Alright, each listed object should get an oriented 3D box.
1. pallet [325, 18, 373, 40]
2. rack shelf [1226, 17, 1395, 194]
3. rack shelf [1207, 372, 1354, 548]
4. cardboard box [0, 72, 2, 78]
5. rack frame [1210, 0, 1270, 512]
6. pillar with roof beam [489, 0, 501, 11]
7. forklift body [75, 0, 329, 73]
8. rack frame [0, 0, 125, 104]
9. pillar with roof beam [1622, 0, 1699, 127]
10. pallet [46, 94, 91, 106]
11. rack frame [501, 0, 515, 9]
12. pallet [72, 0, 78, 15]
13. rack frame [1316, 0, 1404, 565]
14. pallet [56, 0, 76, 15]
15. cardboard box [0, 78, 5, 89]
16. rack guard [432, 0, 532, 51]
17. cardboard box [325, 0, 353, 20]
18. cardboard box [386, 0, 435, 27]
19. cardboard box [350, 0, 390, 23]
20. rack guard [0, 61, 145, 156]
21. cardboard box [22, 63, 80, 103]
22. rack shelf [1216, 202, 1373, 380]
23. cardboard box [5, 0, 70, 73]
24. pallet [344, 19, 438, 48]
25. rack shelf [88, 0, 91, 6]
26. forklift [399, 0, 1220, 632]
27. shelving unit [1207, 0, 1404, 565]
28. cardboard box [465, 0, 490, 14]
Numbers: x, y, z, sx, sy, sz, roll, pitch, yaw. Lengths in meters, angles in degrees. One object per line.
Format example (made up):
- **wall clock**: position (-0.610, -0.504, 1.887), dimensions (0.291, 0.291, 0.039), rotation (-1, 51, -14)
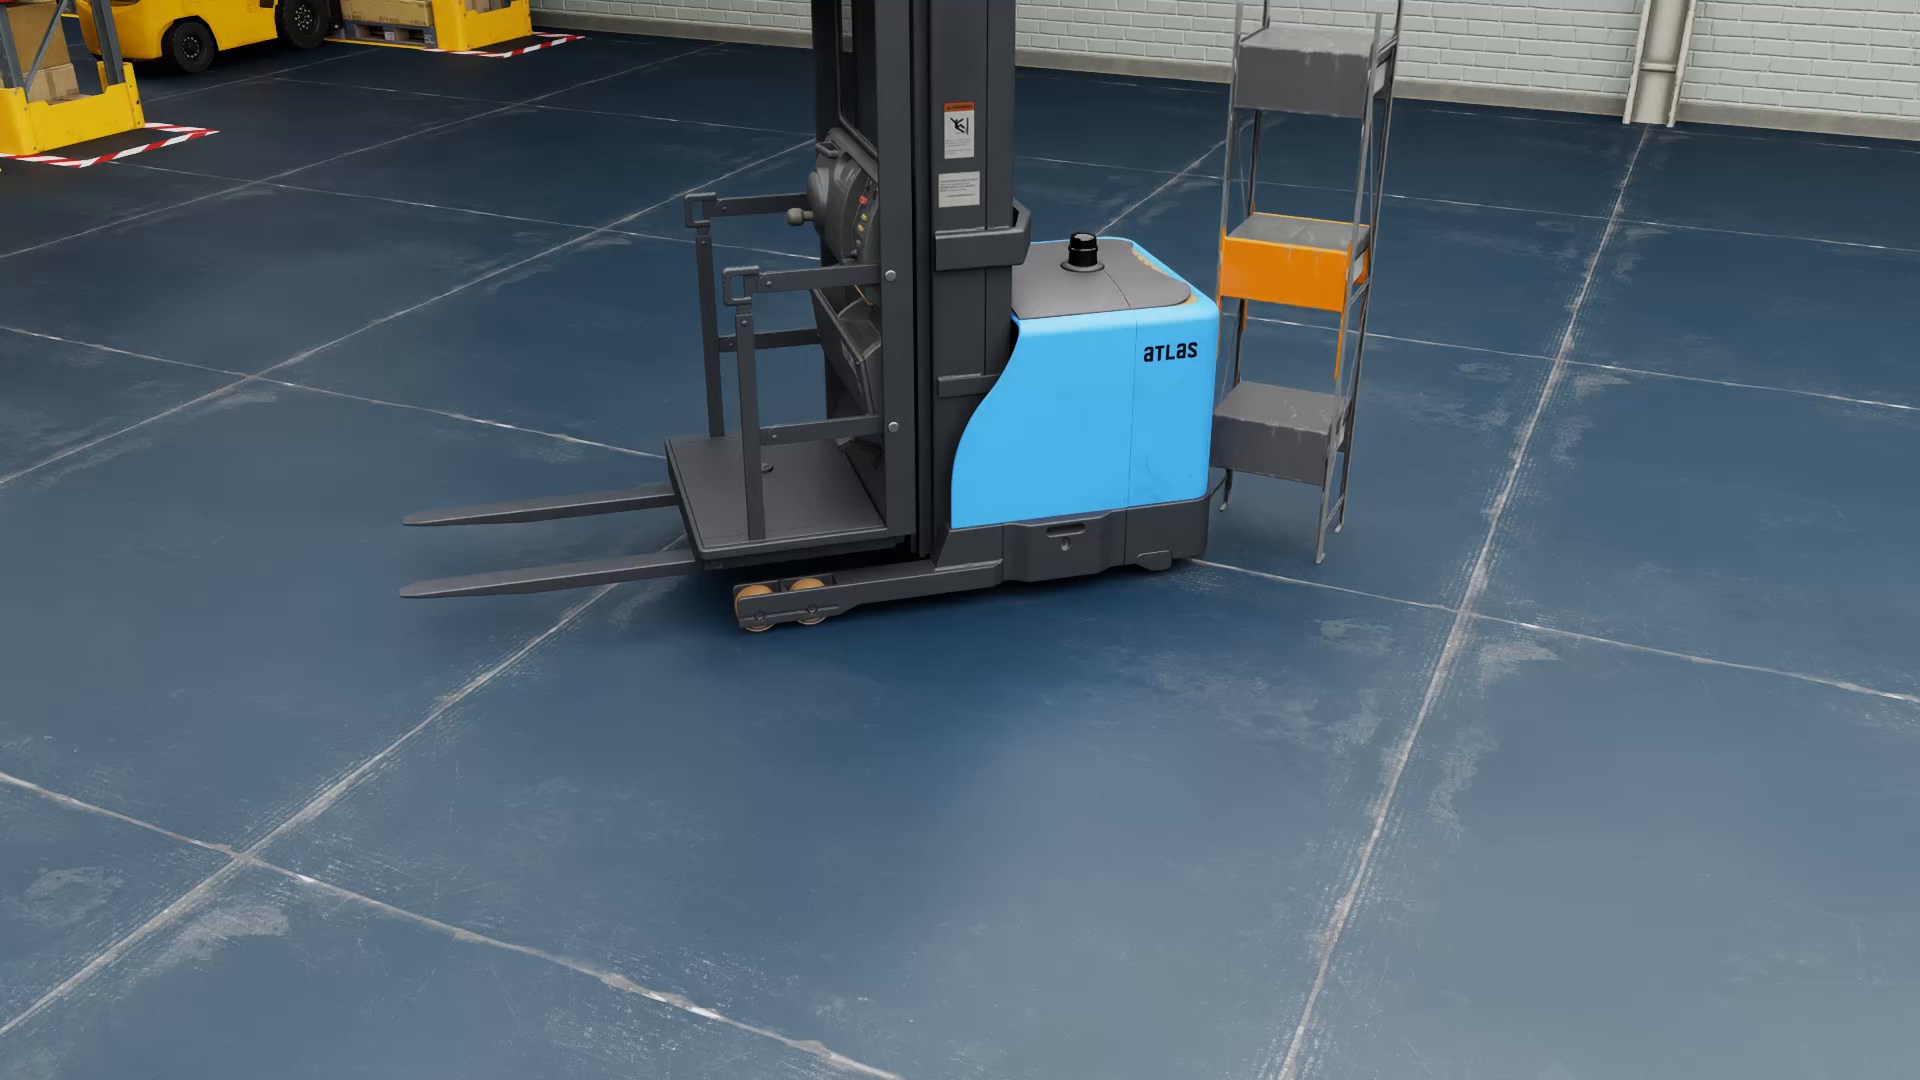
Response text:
- **pallet**: position (-6.759, -5.622, 17.930), dimensions (1.213, 0.211, 1.003), rotation (11, 28, 22)
- **rack shelf**: position (1.277, -1.585, 6.037), dimensions (0.480, 0.518, 0.431), rotation (12, 29, 22)
- **rack shelf**: position (1.273, -0.330, 6.657), dimensions (0.480, 0.518, 0.431), rotation (12, 29, 22)
- **cardboard box**: position (-7.828, -3.863, 12.988), dimensions (0.500, 0.500, 0.500), rotation (12, 28, 22)
- **rack frame**: position (1.053, -1.016, 6.433), dimensions (0.015, 2.100, 0.400), rotation (12, 29, 22)
- **pillar with roof beam**: position (-6.982, -7.977, 12.764), dimensions (0.400, 9.000, 9.100), rotation (11, 28, 22)
- **forklift body**: position (-7.421, -5.759, 16.012), dimensions (1.214, 2.155, 2.313), rotation (11, 28, 22)
- **rack frame**: position (-6.991, -4.530, 12.555), dimensions (0.127, 3.000, 1.000), rotation (11, 28, 22)
- **pillar with roof beam**: position (3.942, -5.782, 8.307), dimensions (0.400, 9.000, 9.100), rotation (11, 28, 22)
- **pallet**: position (-7.785, -3.455, 13.529), dimensions (1.213, 0.211, 1.003), rotation (11, 28, 22)
- **rack frame**: position (-4.939, -6.526, 16.610), dimensions (0.127, 3.000, 1.000), rotation (11, 28, 22)
- **pallet**: position (-9.267, -6.126, 18.953), dimensions (1.213, 0.211, 1.003), rotation (11, 28, 22)
- **rack frame**: position (1.496, -0.924, 6.249), dimensions (0.015, 2.100, 0.400), rotation (12, 29, 22)
- **pallet**: position (-10.382, -6.348, 19.405), dimensions (1.213, 0.211, 1.003), rotation (11, 28, 22)
- **cardboard box**: position (-7.860, -3.529, 13.159), dimensions (0.500, 0.250, 0.500), rotation (11, 28, 22)
- **rack guard**: position (-4.917, -5.401, 17.153), dimensions (0.348, 0.500, 1.175), rotation (11, 28, 22)
- **cardboard box**: position (-6.398, -5.630, 17.427), dimensions (0.500, 0.250, 0.500), rotation (12, 29, 22)
- **cardboard box**: position (-5.498, -5.440, 17.041), dimensions (0.500, 0.250, 0.500), rotation (12, 28, 22)
- **cardboard box**: position (-5.947, -5.535, 17.233), dimensions (0.500, 0.250, 0.500), rotation (11, 28, 22)
- **rack guard**: position (-7.060, -3.422, 13.135), dimensions (0.348, 0.500, 1.175), rotation (11, 28, 22)
- **cardboard box**: position (-7.610, -3.743, 13.595), dimensions (0.500, 0.250, 0.500), rotation (11, 28, 21)
- **rack shelf**: position (1.275, -0.958, 6.347), dimensions (0.480, 0.518, 0.431), rotation (12, 29, 22)
- **cardboard box**: position (-7.632, -4.084, 13.437), dimensions (0.500, 0.500, 0.500), rotation (10, 28, 20)
- **pallet**: position (-5.653, -5.398, 17.476), dimensions (1.213, 0.211, 1.003), rotation (11, 28, 22)
- **rack shelf**: position (-8.811, -4.573, 13.456), dimensions (4.000, 0.370, 1.077), rotation (11, 28, 22)
- **forklift**: position (-0.605, -1.240, 5.950), dimensions (3.031, 2.935, 1.130), rotation (-7, 27, -14)
- **shelving unit**: position (1.275, -0.970, 6.341), dimensions (0.503, 2.100, 0.431), rotation (12, 29, 22)
- **cardboard box**: position (-5.305, -5.650, 17.467), dimensions (0.500, 0.250, 0.500), rotation (11, 28, 22)
